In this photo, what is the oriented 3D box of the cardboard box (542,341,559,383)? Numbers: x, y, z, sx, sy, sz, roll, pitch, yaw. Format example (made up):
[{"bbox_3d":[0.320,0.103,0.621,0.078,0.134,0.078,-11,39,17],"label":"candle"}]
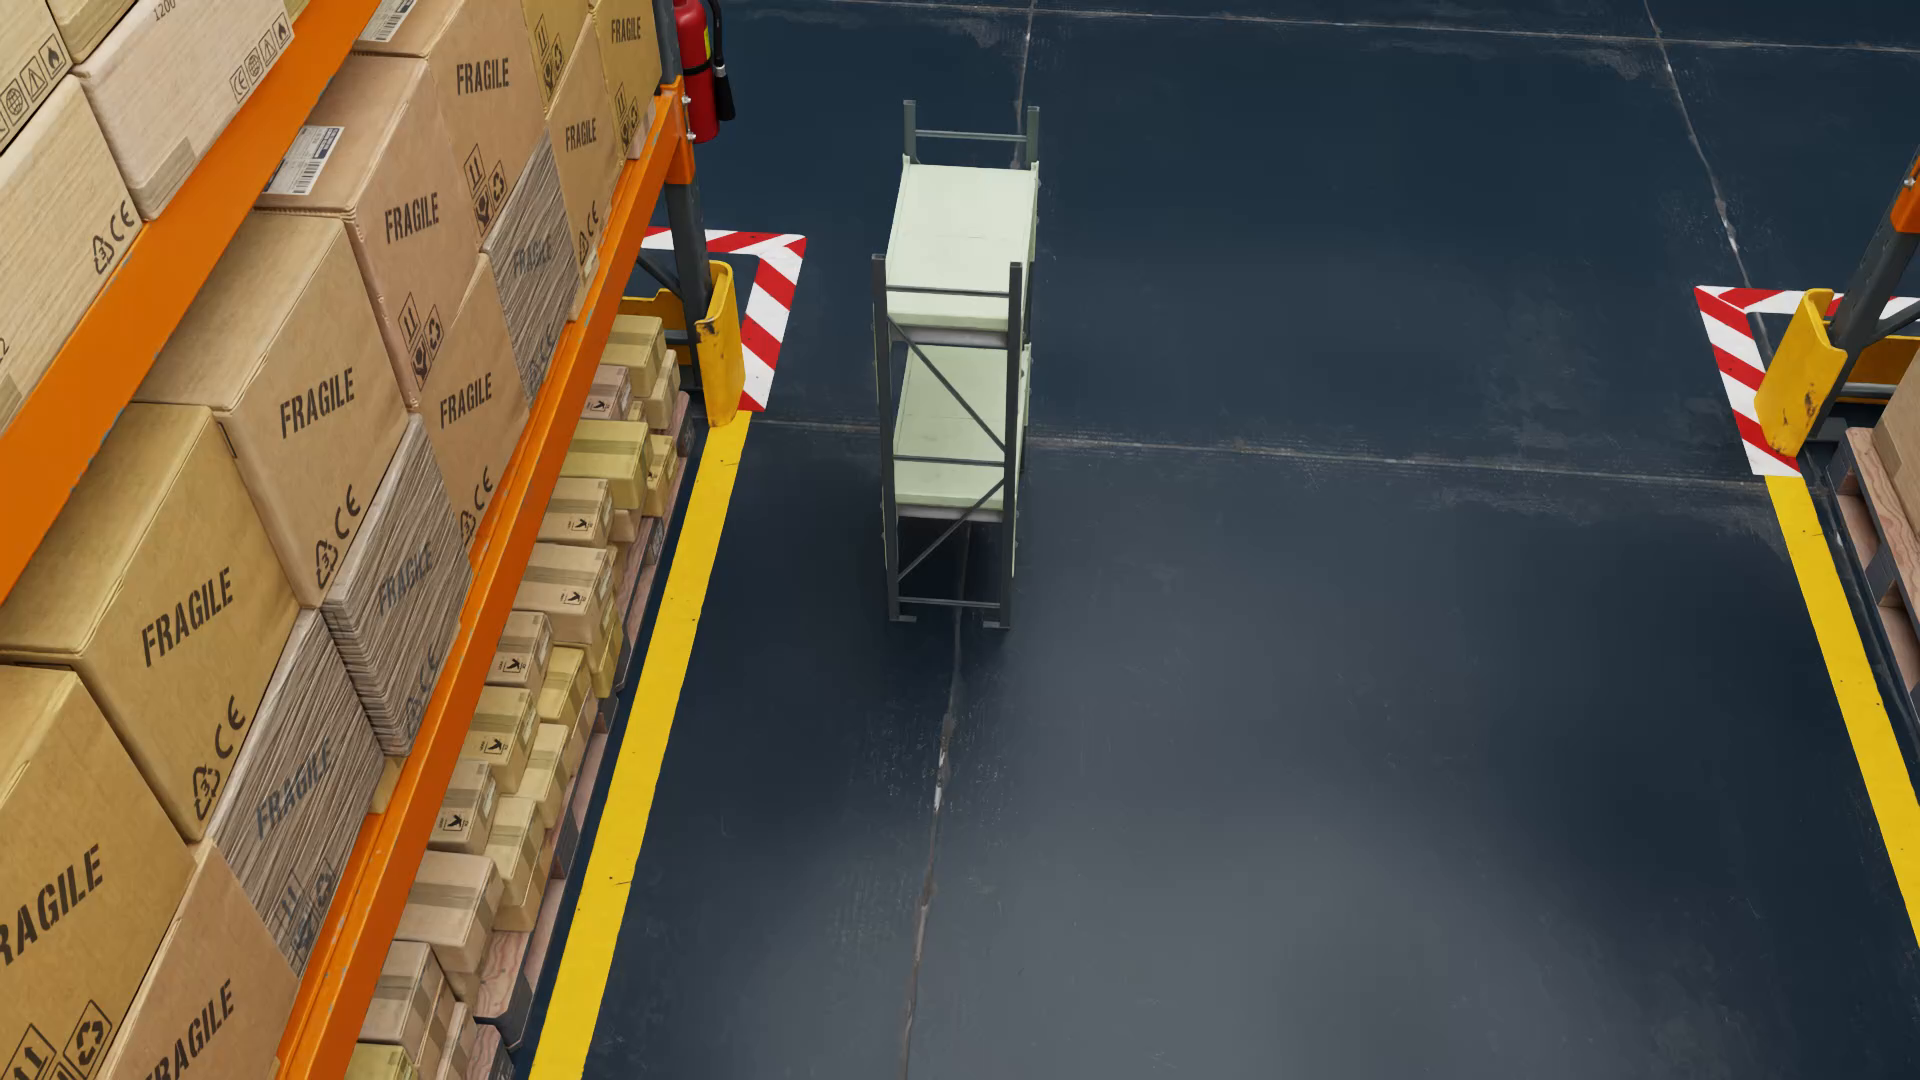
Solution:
[{"bbox_3d":[-1.270,-0.556,4.396,0.380,0.149,0.250,2,48,2],"label":"cardboard box"}]

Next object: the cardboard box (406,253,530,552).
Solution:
[{"bbox_3d":[-1.329,-0.315,3.736,0.500,0.500,0.500,6,48,5],"label":"cardboard box"}]

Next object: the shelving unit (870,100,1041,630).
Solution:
[{"bbox_3d":[-0.001,-0.501,5.192,0.431,1.500,0.755,4,48,4],"label":"shelving unit"}]

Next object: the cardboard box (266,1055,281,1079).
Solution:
[{"bbox_3d":[-1.464,0.997,2.975,0.380,0.149,0.250,5,48,5],"label":"cardboard box"}]

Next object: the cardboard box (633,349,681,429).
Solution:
[{"bbox_3d":[-1.164,-0.519,5.637,0.380,0.149,0.250,3,48,2],"label":"cardboard box"}]

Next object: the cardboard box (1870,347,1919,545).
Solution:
[{"bbox_3d":[3.578,-0.172,5.327,0.875,0.438,0.875,2,48,2],"label":"cardboard box"}]

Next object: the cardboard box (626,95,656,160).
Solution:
[{"bbox_3d":[-1.148,-1.302,5.079,0.380,0.149,0.250,4,48,4],"label":"cardboard box"}]

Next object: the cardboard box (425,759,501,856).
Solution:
[{"bbox_3d":[-1.421,0.706,4.316,0.380,0.149,0.250,2,48,2],"label":"cardboard box"}]

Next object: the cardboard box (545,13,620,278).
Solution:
[{"bbox_3d":[-1.237,-1.054,4.412,0.500,0.500,0.500,3,48,3],"label":"cardboard box"}]

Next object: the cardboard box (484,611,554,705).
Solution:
[{"bbox_3d":[-1.363,0.333,4.657,0.380,0.149,0.250,2,48,2],"label":"cardboard box"}]

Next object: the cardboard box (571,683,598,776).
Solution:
[{"bbox_3d":[-1.288,0.533,4.877,0.380,0.149,0.250,5,48,4],"label":"cardboard box"}]

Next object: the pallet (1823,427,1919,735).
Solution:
[{"bbox_3d":[3.543,0.147,5.473,1.003,0.211,1.213,4,48,4],"label":"pallet"}]

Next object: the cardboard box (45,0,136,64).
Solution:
[{"bbox_3d":[-1.372,-0.909,2.279,0.500,0.250,0.500,5,48,4],"label":"cardboard box"}]

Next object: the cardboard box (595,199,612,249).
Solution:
[{"bbox_3d":[-1.216,-0.937,4.744,0.380,0.149,0.250,3,48,3],"label":"cardboard box"}]

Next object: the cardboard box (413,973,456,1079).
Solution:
[{"bbox_3d":[-1.466,1.197,4.068,0.380,0.149,0.250,2,48,2],"label":"cardboard box"}]

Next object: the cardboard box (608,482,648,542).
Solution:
[{"bbox_3d":[-1.210,-0.137,5.288,0.380,0.149,0.250,2,48,2],"label":"cardboard box"}]

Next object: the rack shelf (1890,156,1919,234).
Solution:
[{"bbox_3d":[3.356,0.325,3.907,1.077,0.370,4.000,4,48,4],"label":"rack shelf"}]

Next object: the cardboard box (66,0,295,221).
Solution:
[{"bbox_3d":[-1.356,-0.741,2.464,0.500,0.250,0.500,6,48,5],"label":"cardboard box"}]

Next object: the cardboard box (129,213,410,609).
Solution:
[{"bbox_3d":[-1.372,-0.243,2.993,0.500,0.500,0.500,5,48,4],"label":"cardboard box"}]

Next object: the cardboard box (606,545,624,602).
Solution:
[{"bbox_3d":[-1.282,0.142,5.235,0.380,0.149,0.250,4,48,4],"label":"cardboard box"}]

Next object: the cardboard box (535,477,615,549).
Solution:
[{"bbox_3d":[-1.260,-0.054,5.011,0.380,0.149,0.250,2,48,2],"label":"cardboard box"}]

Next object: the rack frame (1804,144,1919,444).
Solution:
[{"bbox_3d":[3.538,-1.387,4.986,1.000,3.000,0.127,4,48,4],"label":"rack frame"}]

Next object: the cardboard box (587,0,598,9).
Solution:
[{"bbox_3d":[-1.194,-1.764,4.384,0.500,0.500,0.500,3,48,3],"label":"cardboard box"}]

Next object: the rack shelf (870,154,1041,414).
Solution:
[{"bbox_3d":[-0.001,-0.765,4.904,0.431,0.370,0.720,4,48,4],"label":"rack shelf"}]

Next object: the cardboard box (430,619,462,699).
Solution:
[{"bbox_3d":[-1.341,0.221,3.685,0.380,0.149,0.250,6,48,5],"label":"cardboard box"}]

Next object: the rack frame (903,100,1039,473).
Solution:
[{"bbox_3d":[0.033,-0.770,5.438,0.400,1.500,0.023,4,48,4],"label":"rack frame"}]

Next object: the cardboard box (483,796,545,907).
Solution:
[{"bbox_3d":[-1.331,0.815,4.417,0.380,0.149,0.250,4,48,3],"label":"cardboard box"}]

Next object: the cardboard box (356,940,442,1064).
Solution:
[{"bbox_3d":[-1.468,1.093,3.962,0.380,0.149,0.250,3,48,3],"label":"cardboard box"}]

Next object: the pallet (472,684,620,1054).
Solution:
[{"bbox_3d":[-1.630,0.840,4.839,1.003,0.211,1.213,4,48,4],"label":"pallet"}]

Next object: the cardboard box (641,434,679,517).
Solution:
[{"bbox_3d":[-1.163,-0.229,5.574,0.380,0.149,0.250,5,48,5],"label":"cardboard box"}]

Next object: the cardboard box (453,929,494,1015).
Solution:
[{"bbox_3d":[-1.453,1.096,4.362,0.380,0.149,0.250,2,48,2],"label":"cardboard box"}]

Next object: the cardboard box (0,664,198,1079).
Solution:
[{"bbox_3d":[-1.481,0.507,2.307,0.500,0.500,0.500,5,48,4],"label":"cardboard box"}]

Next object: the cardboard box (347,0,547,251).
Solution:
[{"bbox_3d":[-1.279,-1.009,3.693,0.500,0.500,0.500,6,48,5],"label":"cardboard box"}]

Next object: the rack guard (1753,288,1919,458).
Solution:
[{"bbox_3d":[3.541,-0.561,5.924,1.175,0.500,0.348,4,48,4],"label":"rack guard"}]

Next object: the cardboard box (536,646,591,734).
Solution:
[{"bbox_3d":[-1.286,0.432,4.768,0.380,0.149,0.250,6,48,5],"label":"cardboard box"}]

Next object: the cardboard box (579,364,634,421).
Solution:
[{"bbox_3d":[-1.276,-0.439,5.363,0.380,0.149,0.250,5,48,4],"label":"cardboard box"}]

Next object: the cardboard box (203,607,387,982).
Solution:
[{"bbox_3d":[-1.431,0.448,3.038,0.500,0.500,0.500,4,48,4],"label":"cardboard box"}]
